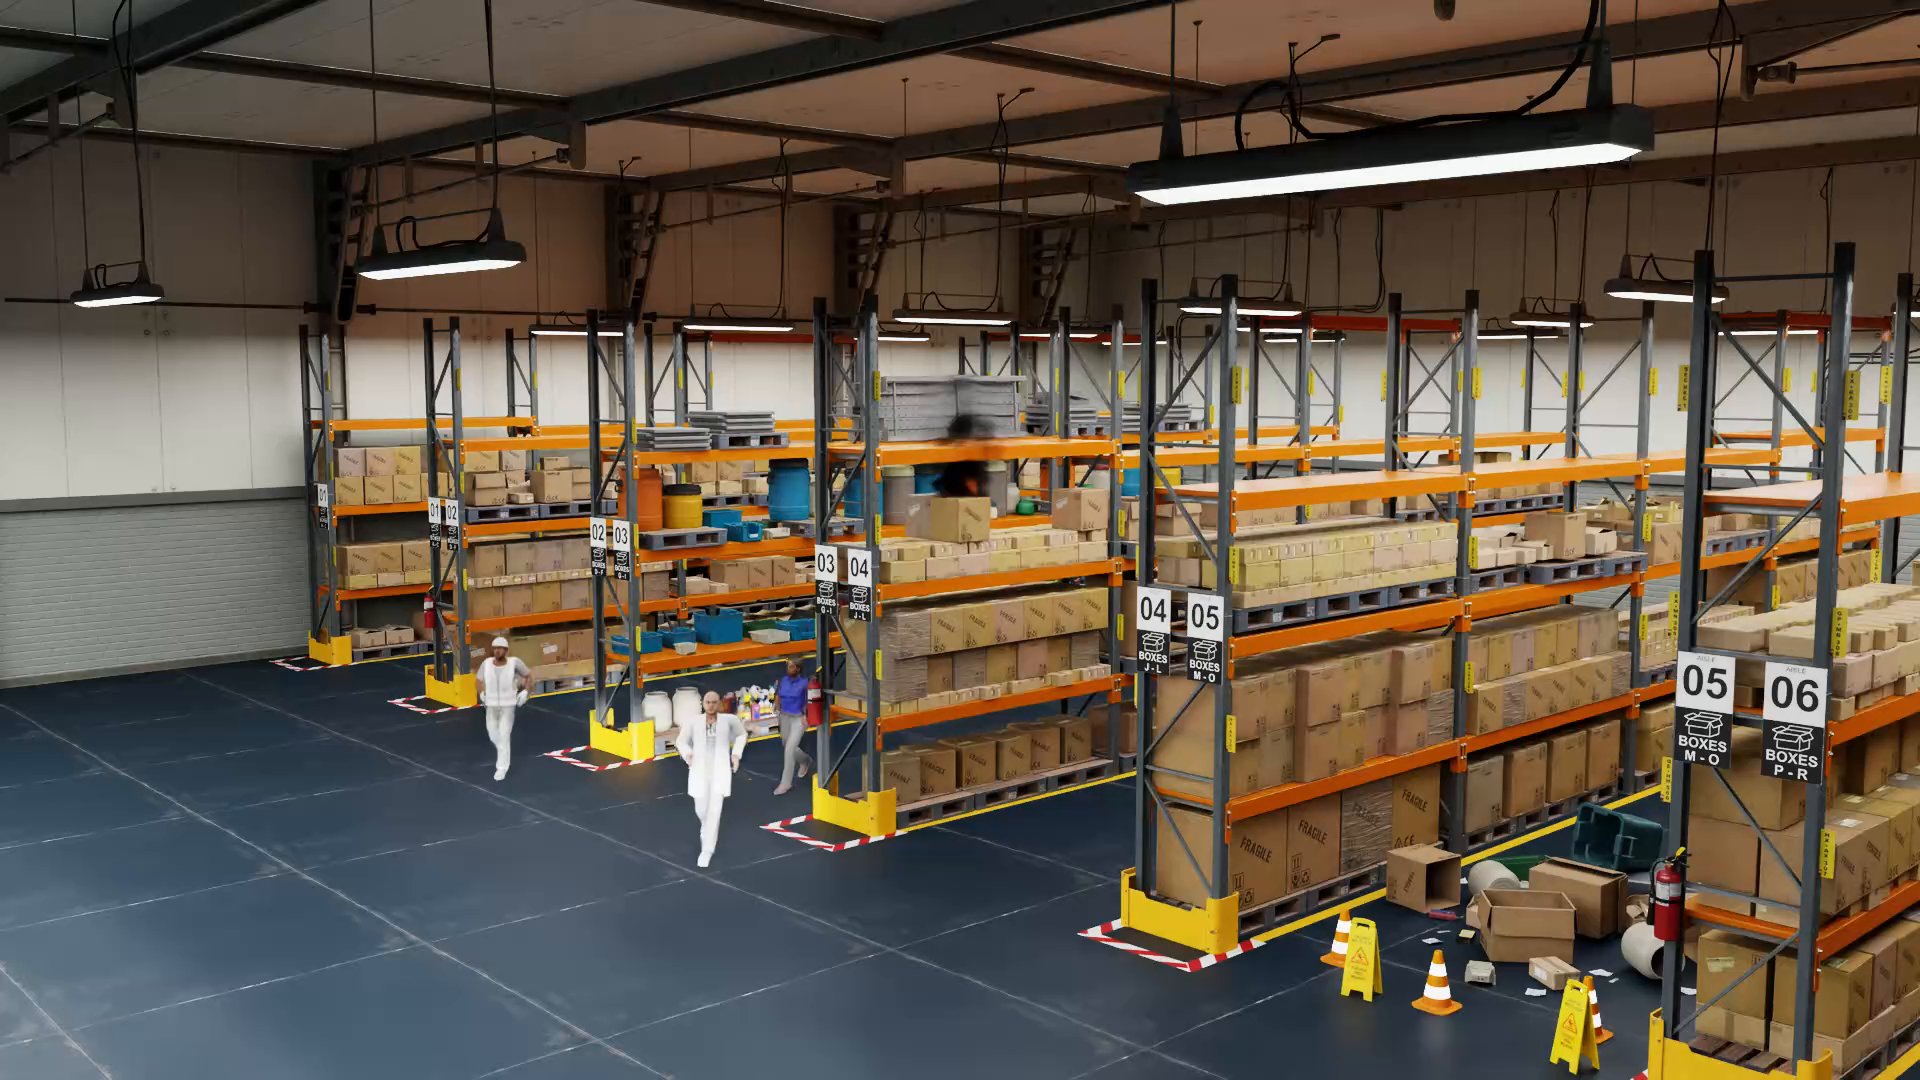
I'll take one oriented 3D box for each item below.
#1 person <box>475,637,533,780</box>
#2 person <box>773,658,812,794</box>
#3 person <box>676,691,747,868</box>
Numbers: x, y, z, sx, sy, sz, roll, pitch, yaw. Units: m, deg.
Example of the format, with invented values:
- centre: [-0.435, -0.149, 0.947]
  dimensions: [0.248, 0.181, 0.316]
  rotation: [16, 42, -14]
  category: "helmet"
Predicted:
- centre: [-5.877, 2.094, 21.366]
  dimensions: [0.708, 1.712, 0.778]
  rotation: [0, 6, 1]
  category: "person"
- centre: [-2.013, 2.277, 20.643]
  dimensions: [0.601, 1.669, 0.820]
  rotation: [4, 7, 34]
  category: "person"
- centre: [-2.655, 2.493, 17.743]
  dimensions: [0.740, 1.775, 1.050]
  rotation: [0, 6, -1]
  category: "person"
